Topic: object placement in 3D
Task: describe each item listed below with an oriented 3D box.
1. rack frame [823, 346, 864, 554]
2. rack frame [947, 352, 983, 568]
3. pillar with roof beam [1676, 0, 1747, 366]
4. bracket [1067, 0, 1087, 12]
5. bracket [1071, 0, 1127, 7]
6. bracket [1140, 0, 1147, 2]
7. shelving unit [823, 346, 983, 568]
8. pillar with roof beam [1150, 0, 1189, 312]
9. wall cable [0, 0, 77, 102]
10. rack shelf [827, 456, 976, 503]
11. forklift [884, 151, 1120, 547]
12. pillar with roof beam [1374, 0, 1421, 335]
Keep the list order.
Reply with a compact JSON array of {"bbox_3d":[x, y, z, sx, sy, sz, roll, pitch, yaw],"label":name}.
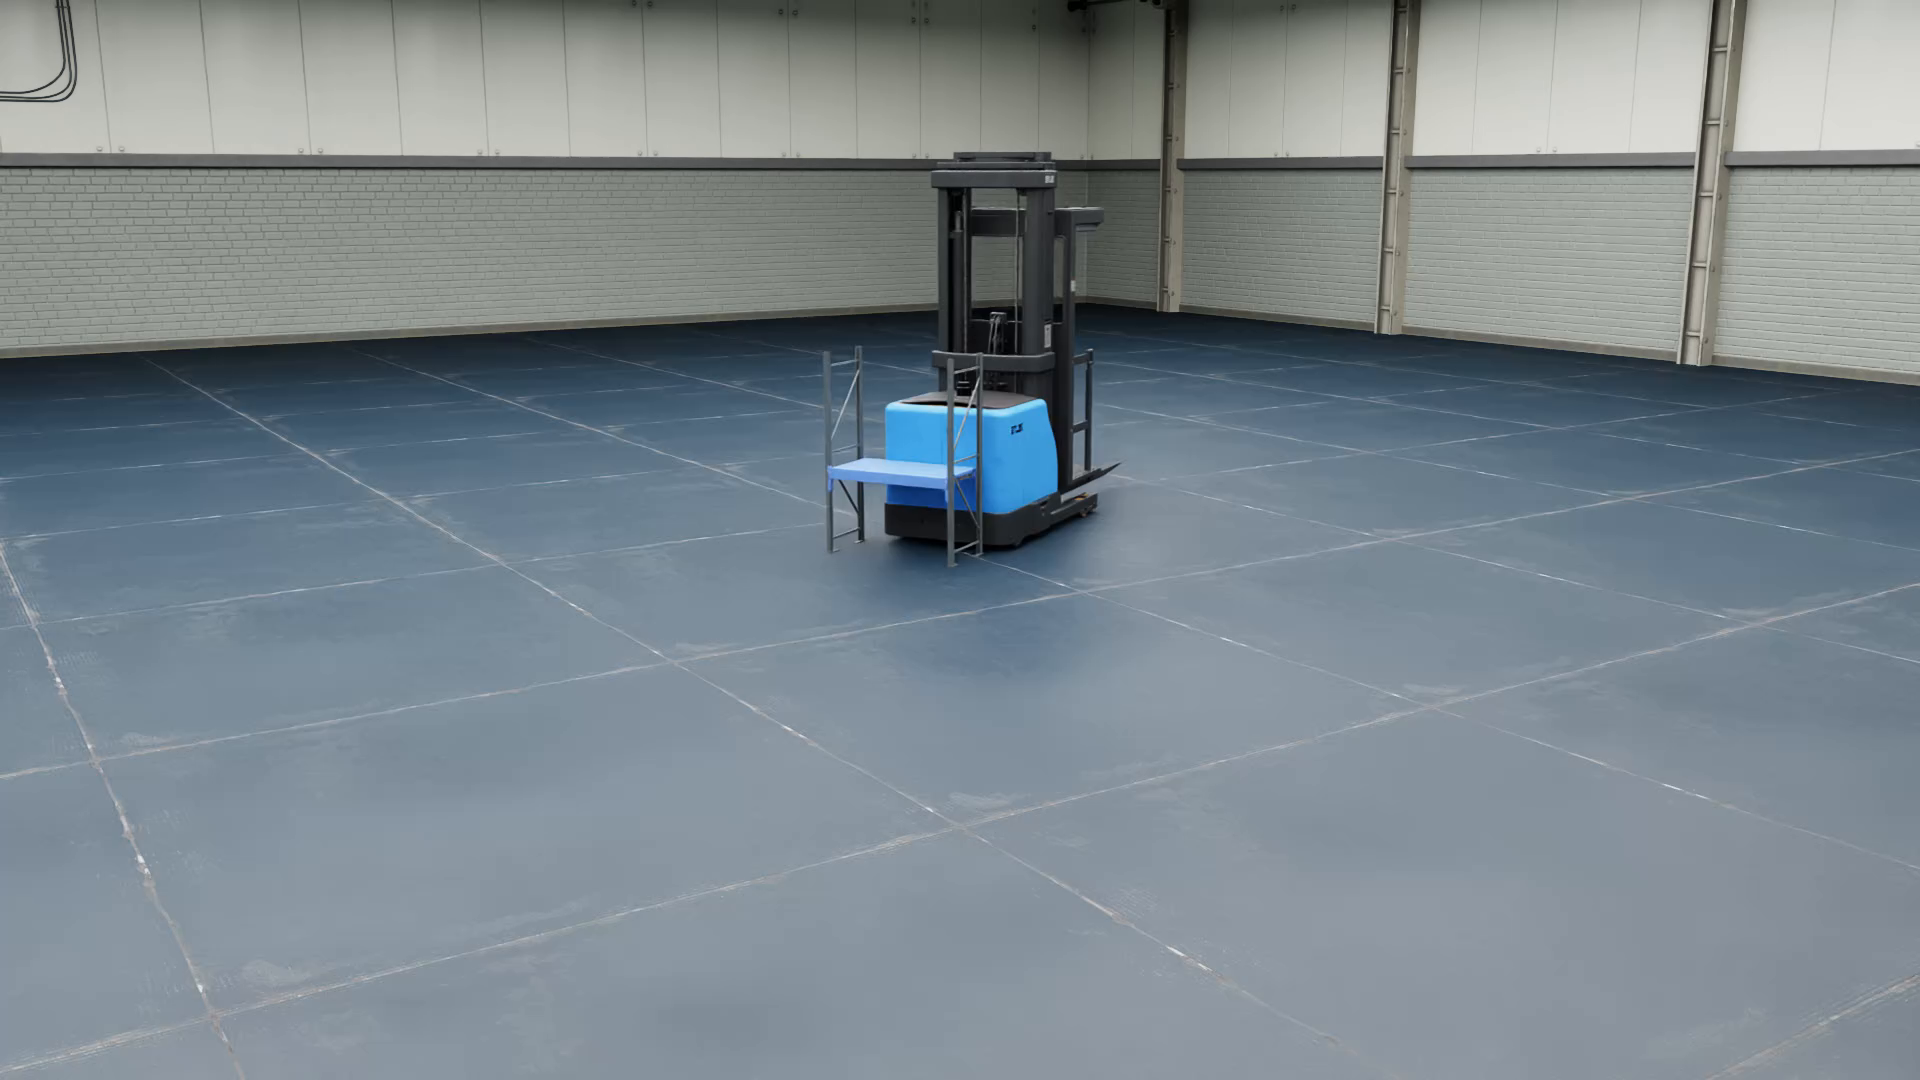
[{"bbox_3d":[-0.865,-0.678,12.450,0.032,1.500,0.500,6,14,27],"label":"rack frame"},{"bbox_3d":[0.039,-0.578,11.995,0.032,1.500,0.500,6,14,27],"label":"rack frame"},{"bbox_3d":[7.405,-6.516,21.595,9.100,9.000,0.400,-8,15,-33],"label":"pillar with roof beam"},{"bbox_3d":[2.502,-11.372,35.372,0.235,0.232,0.430,-8,15,-33],"label":"bracket"},{"bbox_3d":[2.829,-11.266,34.892,0.076,0.066,3.189,-8,15,-33],"label":"bracket"},{"bbox_3d":[3.815,-10.950,33.445,0.235,0.232,0.430,-8,15,-33],"label":"bracket"},{"bbox_3d":[-0.413,-0.628,12.222,1.048,1.500,0.538,6,14,27],"label":"shelving unit"},{"bbox_3d":[0.757,-8.650,31.354,9.100,9.000,0.548,-8,15,-33],"label":"pillar with roof beam"},{"bbox_3d":[-14.502,-8.894,24.508,2.305,6.003,0.169,-8,15,-33],"label":"wall cable"},{"bbox_3d":[-0.413,-0.453,12.261,1.000,0.185,0.538,6,14,27],"label":"rack shelf"},{"bbox_3d":[0.501,-1.652,13.557,1.130,2.935,3.031,6,14,24],"label":"forklift"},{"bbox_3d":[4.081,-7.583,26.474,9.100,9.000,0.400,-8,15,-33],"label":"pillar with roof beam"}]
